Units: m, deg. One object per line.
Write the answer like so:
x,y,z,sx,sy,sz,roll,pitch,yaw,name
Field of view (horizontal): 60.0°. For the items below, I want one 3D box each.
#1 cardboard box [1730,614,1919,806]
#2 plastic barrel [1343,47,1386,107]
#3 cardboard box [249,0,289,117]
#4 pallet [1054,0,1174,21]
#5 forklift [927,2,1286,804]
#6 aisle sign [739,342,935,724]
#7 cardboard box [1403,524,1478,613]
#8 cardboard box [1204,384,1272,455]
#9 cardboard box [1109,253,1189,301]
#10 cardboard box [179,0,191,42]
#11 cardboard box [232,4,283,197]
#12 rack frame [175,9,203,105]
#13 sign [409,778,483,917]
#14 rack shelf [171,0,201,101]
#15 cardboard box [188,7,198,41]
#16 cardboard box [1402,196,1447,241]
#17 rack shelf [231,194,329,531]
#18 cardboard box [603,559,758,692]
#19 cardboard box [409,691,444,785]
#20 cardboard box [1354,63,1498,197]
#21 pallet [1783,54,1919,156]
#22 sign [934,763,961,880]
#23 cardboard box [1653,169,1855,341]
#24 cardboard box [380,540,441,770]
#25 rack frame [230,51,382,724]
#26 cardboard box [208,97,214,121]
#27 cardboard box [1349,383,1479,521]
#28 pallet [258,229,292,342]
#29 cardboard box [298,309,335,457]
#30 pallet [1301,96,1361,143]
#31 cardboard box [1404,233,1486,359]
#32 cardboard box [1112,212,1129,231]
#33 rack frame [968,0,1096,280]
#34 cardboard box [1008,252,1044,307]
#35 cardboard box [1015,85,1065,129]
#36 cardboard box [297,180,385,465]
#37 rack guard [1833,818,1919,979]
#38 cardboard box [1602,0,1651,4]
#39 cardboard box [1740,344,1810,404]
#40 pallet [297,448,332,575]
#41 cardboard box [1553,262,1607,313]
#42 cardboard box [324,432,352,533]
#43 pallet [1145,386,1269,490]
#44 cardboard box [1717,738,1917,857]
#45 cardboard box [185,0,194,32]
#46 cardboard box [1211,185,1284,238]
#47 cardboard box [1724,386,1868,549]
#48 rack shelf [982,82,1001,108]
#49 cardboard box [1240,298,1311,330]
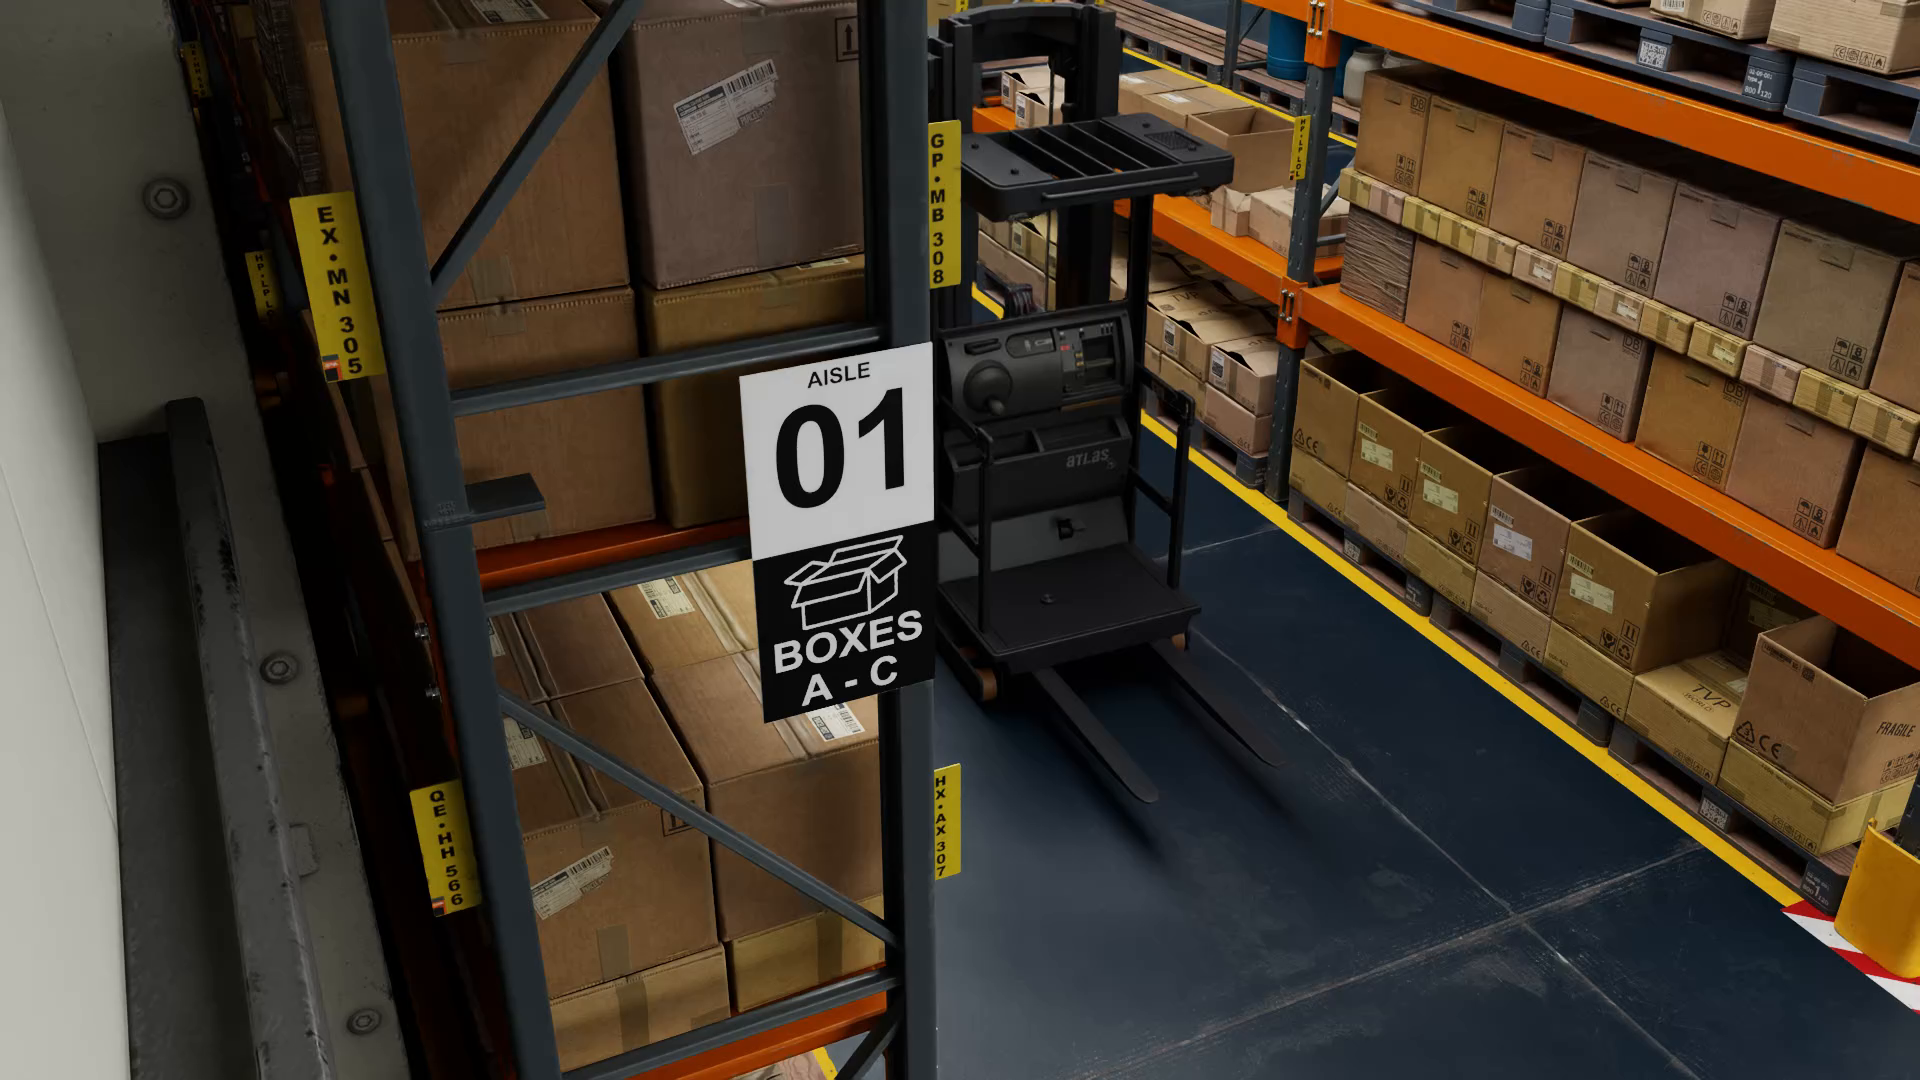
3.439,0.637,6.494,0.500,0.500,0.500,-13,32,-22,cardboard box
3.946,-4.490,16.136,0.421,0.512,0.421,0,29,0,plastic barrel
-1.600,-1.453,4.394,0.500,0.500,0.500,-13,32,-22,cardboard box
1.864,-6.395,20.270,1.003,0.211,1.213,-13,32,-22,pallet
0.457,-0.764,7.447,1.130,2.935,3.031,-12,31,-20,forklift
-0.232,-0.001,3.358,0.394,0.787,0.004,-13,32,-22,aisle sign
2.566,0.084,8.247,0.500,0.250,0.500,-13,32,-22,cardboard box
1.781,-0.751,9.735,0.500,0.250,0.500,-13,32,-22,cardboard box
1.135,-1.664,10.791,0.500,0.311,0.500,-13,32,-23,cardboard box
-5.716,-4.063,12.833,0.500,0.500,0.500,-14,32,-24,cardboard box
-2.049,-1.461,5.431,0.500,0.500,0.500,-12,31,-20,cardboard box
-7.403,-5.904,16.543,1.000,3.000,0.127,-13,32,-22,rack frame
-1.044,0.629,3.386,0.100,0.325,0.005,-13,32,-22,sign
-6.544,-4.707,15.143,1.077,0.370,4.000,-13,32,-22,rack shelf
-4.617,-3.254,10.625,0.500,0.250,0.500,-14,32,-24,cardboard box
2.382,-1.587,8.080,0.380,0.149,0.250,-14,32,-23,cardboard box
-3.110,-1.173,8.841,1.077,0.370,4.000,-13,32,-22,rack shelf
-0.671,0.399,4.669,0.500,0.500,0.500,-13,32,-22,cardboard box
-1.362,0.607,5.065,0.500,0.250,0.500,-13,32,-22,cardboard box
2.417,-2.059,8.259,0.700,0.500,0.500,-13,32,-22,cardboard box
3.658,-1.465,5.651,1.003,0.211,1.213,-13,32,-22,pallet
-0.044,0.672,3.930,0.100,0.325,0.005,-13,32,-22,sign
3.279,-1.173,6.678,0.700,0.500,0.500,-13,32,-22,cardboard box
-1.362,0.278,4.885,0.500,0.500,0.500,-14,32,-23,cardboard box
-2.251,-0.603,7.090,1.000,3.000,0.127,-13,32,-22,rack frame
-4.833,-3.155,11.213,0.500,0.500,0.500,-12,32,-21,cardboard box
2.359,-0.466,8.460,0.500,0.500,0.500,-13,32,-22,cardboard box
-3.082,-1.420,8.744,1.003,0.211,1.213,-13,32,-22,pallet
-2.238,-0.622,6.490,0.500,0.500,0.500,-14,32,-23,cardboard box
4.083,-4.111,16.198,1.003,0.211,1.213,-13,32,-22,pallet
2.649,-1.262,8.163,0.700,0.500,0.500,-13,32,-22,cardboard box
1.180,-2.232,11.804,0.500,0.311,0.500,-14,32,-23,cardboard box
0.504,-3.412,12.099,1.000,3.000,0.127,-13,32,-22,rack frame
0.680,-1.881,11.750,0.500,0.250,0.500,-14,32,-23,cardboard box
0.713,-2.937,11.343,0.500,0.311,0.500,-13,32,-23,cardboard box
-1.173,-0.540,3.788,0.500,0.500,0.500,-13,32,-22,cardboard box
3.948,1.223,6.389,1.175,0.500,0.348,-13,32,-22,rack guard
2.814,-2.488,6.707,0.797,0.503,0.637,-10,31,-16,cardboard box
3.272,-0.673,6.449,0.380,0.149,0.250,-13,32,-21,cardboard box
-3.115,-0.270,9.347,1.003,0.211,1.213,-13,32,-22,pallet
2.830,-1.128,7.261,0.380,0.149,0.250,-13,32,-22,cardboard box
-2.243,-0.294,6.671,0.500,0.250,0.500,-13,32,-21,cardboard box
1.869,-0.746,10.195,1.003,0.211,1.213,-13,32,-22,pallet
3.441,0.964,6.678,0.500,0.250,0.500,-13,32,-22,cardboard box
-4.834,-3.482,11.030,0.500,0.250,0.500,-14,32,-23,cardboard box
1.678,-1.936,9.604,0.396,0.266,0.258,-14,32,-23,cardboard box
3.519,-0.361,6.556,0.700,0.500,0.500,-12,32,-21,cardboard box
-0.355,-3.981,13.850,1.077,0.370,4.000,-13,32,-22,rack shelf
2.058,-1.330,10.195,0.500,0.311,0.500,-13,32,-23,cardboard box
